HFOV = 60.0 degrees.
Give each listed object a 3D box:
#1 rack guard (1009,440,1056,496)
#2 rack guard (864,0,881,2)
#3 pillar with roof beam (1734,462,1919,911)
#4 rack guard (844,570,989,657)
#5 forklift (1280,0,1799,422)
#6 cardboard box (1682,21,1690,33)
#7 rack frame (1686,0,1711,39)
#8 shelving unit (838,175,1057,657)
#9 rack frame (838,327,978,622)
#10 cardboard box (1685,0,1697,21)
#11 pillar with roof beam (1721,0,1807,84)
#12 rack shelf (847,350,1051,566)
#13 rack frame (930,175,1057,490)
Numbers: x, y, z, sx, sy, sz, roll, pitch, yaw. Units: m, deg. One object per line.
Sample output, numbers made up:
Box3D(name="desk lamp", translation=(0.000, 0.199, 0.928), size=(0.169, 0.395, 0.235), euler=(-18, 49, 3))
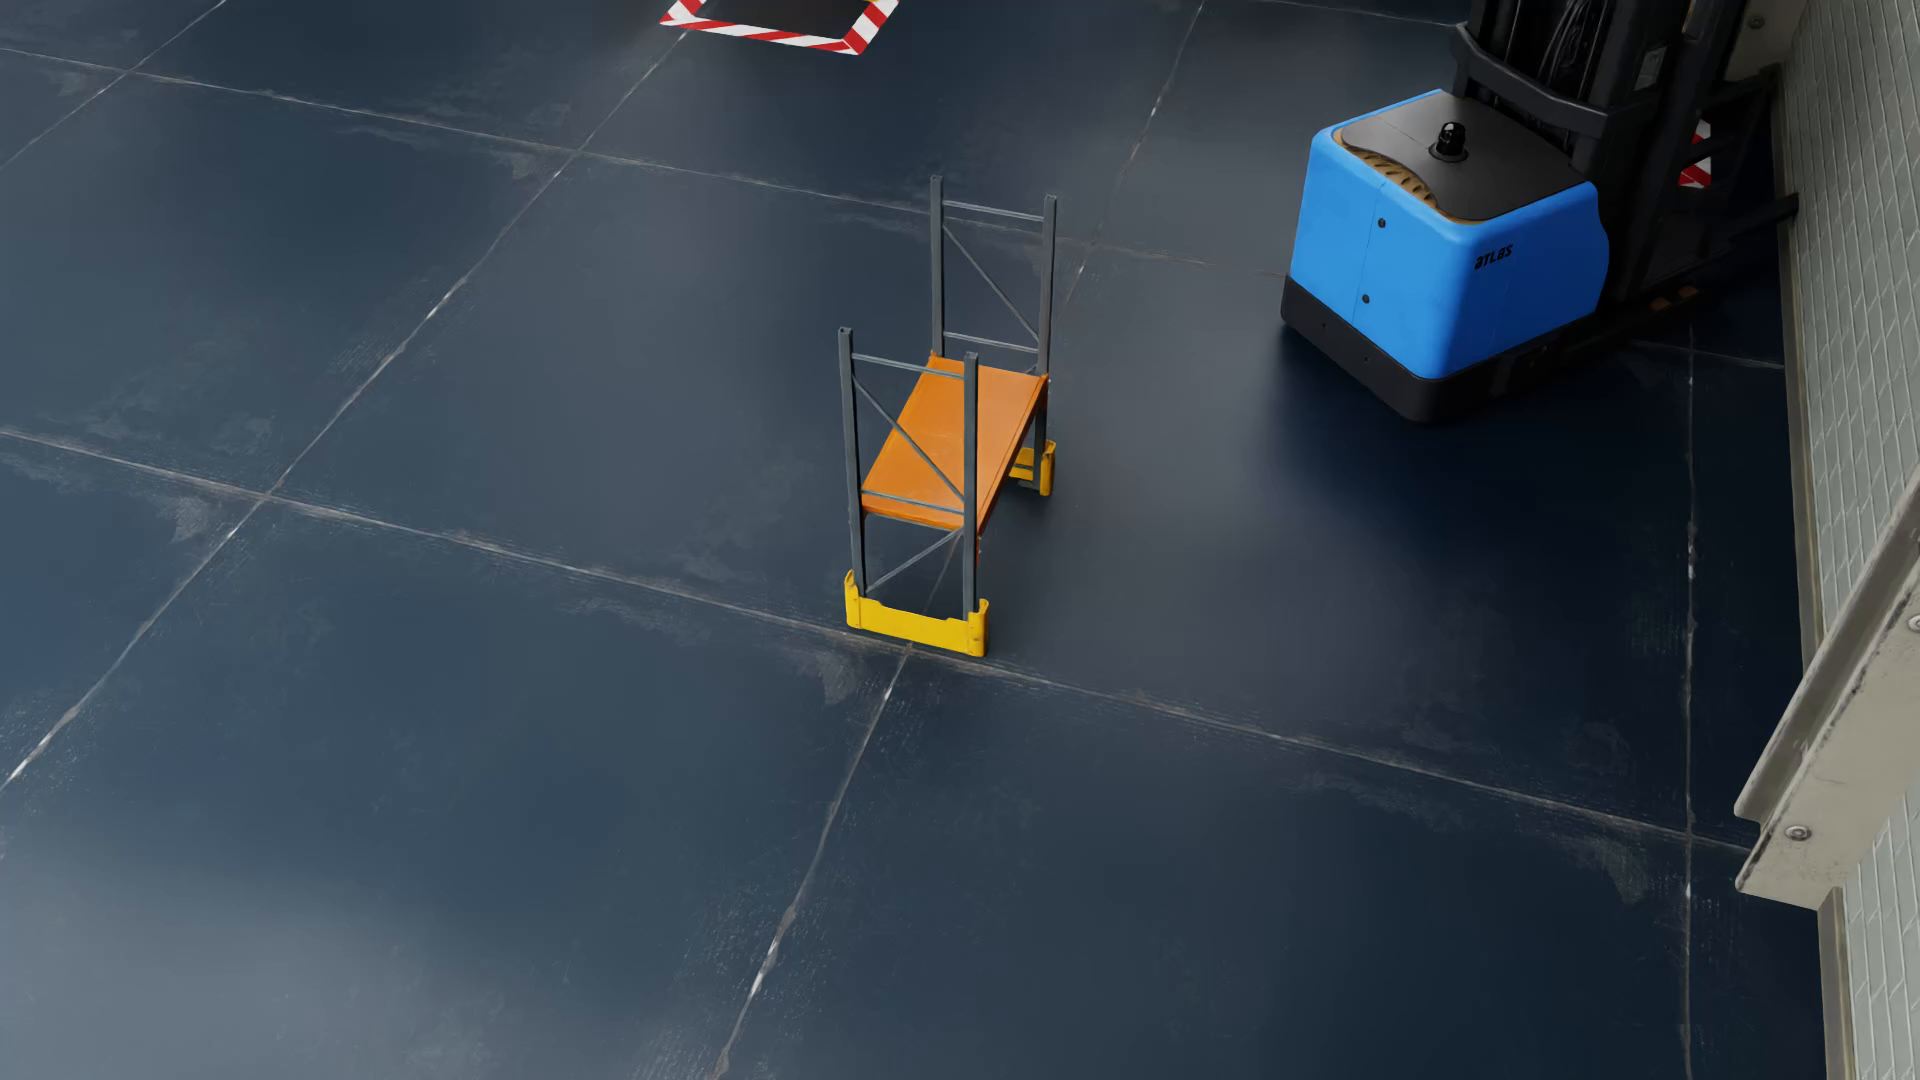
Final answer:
Box3D(name="rack guard", translation=(0.128, -0.370, 7.349), size=(0.587, 0.250, 0.087), euler=(13, 46, 13))
Box3D(name="rack guard", translation=(-1.010, -3.864, 10.740), size=(1.175, 0.500, 0.348), euler=(13, 46, 13))
Box3D(name="pillar with roof beam", translation=(-1.152, -2.988, 3.768), size=(9.100, 9.000, 0.400), euler=(13, 46, 13))
Box3D(name="rack guard", translation=(-0.174, 0.293, 6.670), size=(0.587, 0.250, 0.087), euler=(13, 46, 13))
Box3D(name="forklift", translation=(3.101, -2.368, 7.473), size=(3.031, 2.935, 1.130), euler=(-23, 49, -22))
Box3D(name="cardboard box", translation=(4.034, -3.111, 9.849), size=(0.500, 0.250, 0.500), euler=(13, 46, 13))
Box3D(name="rack frame", translation=(3.698, -3.658, 8.742), size=(1.000, 3.000, 0.127), euler=(13, 46, 13))
Box3D(name="shelving unit", translation=(-0.023, -0.485, 6.573), size=(0.587, 1.500, 1.083), euler=(13, 46, 13))
Box3D(name="rack frame", translation=(-0.180, -0.140, 6.220), size=(0.500, 1.500, 0.032), euler=(13, 46, 13))
Box3D(name="cardboard box", translation=(4.039, -3.273, 9.658), size=(0.500, 0.250, 0.500), euler=(13, 46, 13))
Box3D(name="pillar with roof beam", translation=(0.665, -6.987, 7.855), size=(9.100, 9.000, 0.400), euler=(13, 46, 13))
Box3D(name="rack shelf", translation=(-0.026, -0.351, 6.692), size=(0.538, 0.185, 1.000), euler=(13, 46, 13))
Box3D(name="rack frame", translation=(0.128, -0.818, 6.913), size=(0.500, 1.500, 0.032), euler=(13, 46, 13))
